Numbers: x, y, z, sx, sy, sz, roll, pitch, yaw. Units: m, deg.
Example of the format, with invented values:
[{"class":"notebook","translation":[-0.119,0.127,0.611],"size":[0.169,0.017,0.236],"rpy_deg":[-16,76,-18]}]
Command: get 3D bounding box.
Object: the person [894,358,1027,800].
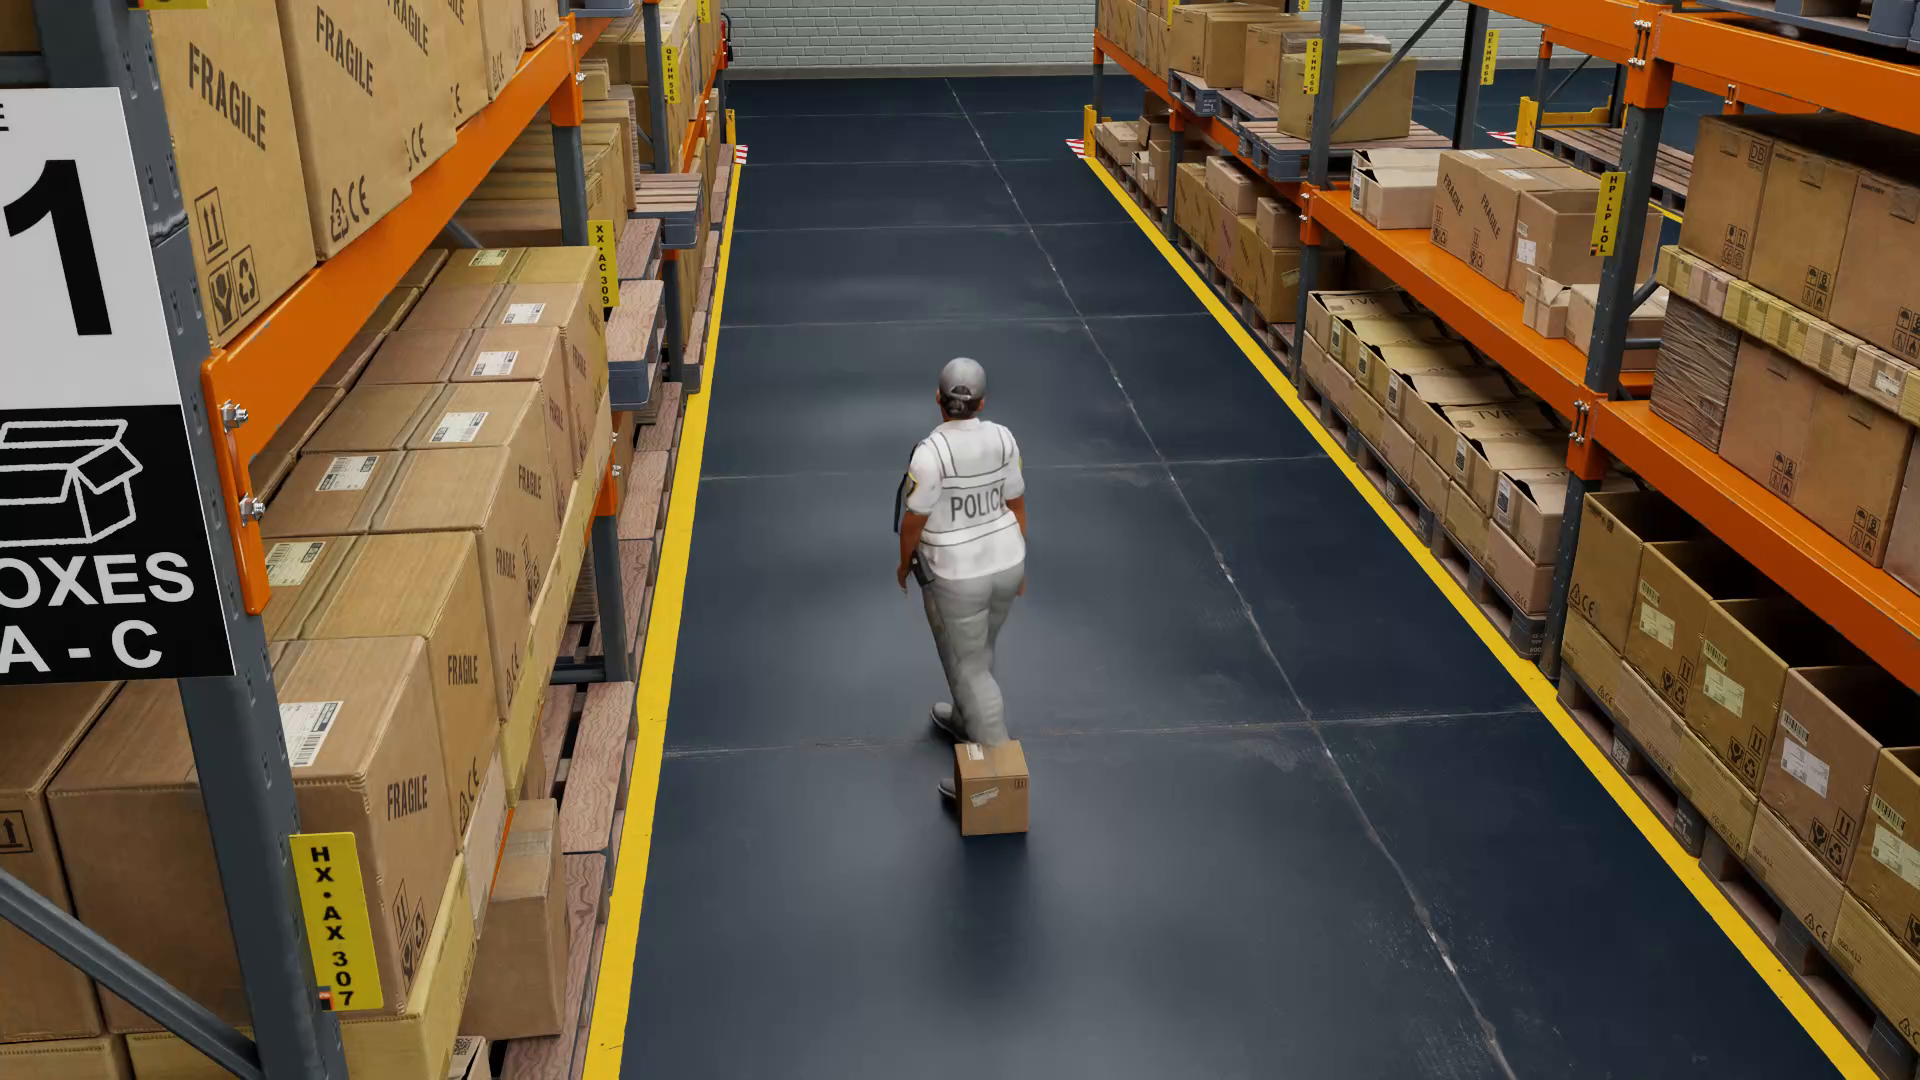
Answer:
[{"class":"person","translation":[0.019,0.121,6.298],"size":[0.531,1.643,0.674],"rpy_deg":[-21,31,-39]}]
